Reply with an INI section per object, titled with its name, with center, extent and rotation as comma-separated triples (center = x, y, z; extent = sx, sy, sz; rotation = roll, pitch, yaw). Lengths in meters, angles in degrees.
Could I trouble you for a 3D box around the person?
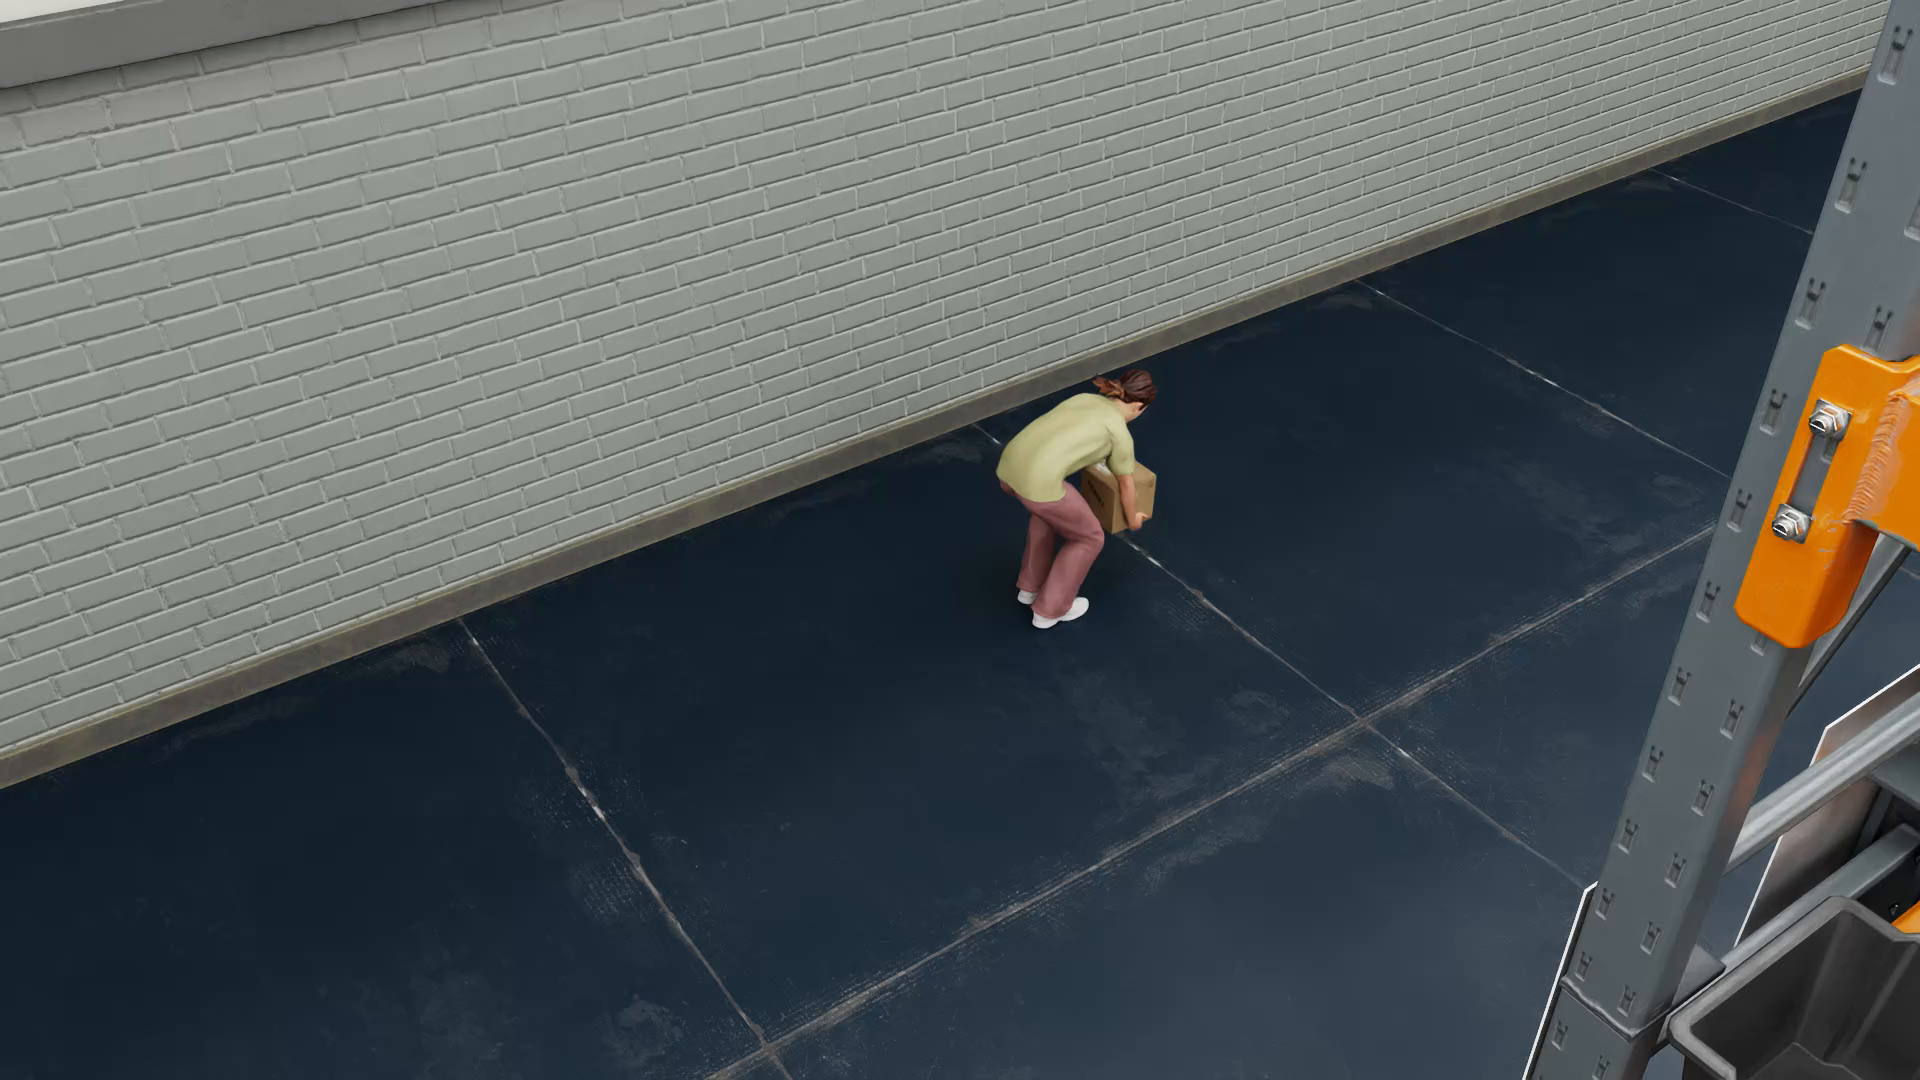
[person]
center = 0.560, -0.201, 7.739
extent = 0.857, 1.124, 0.439
rotation = -25, 43, -29
